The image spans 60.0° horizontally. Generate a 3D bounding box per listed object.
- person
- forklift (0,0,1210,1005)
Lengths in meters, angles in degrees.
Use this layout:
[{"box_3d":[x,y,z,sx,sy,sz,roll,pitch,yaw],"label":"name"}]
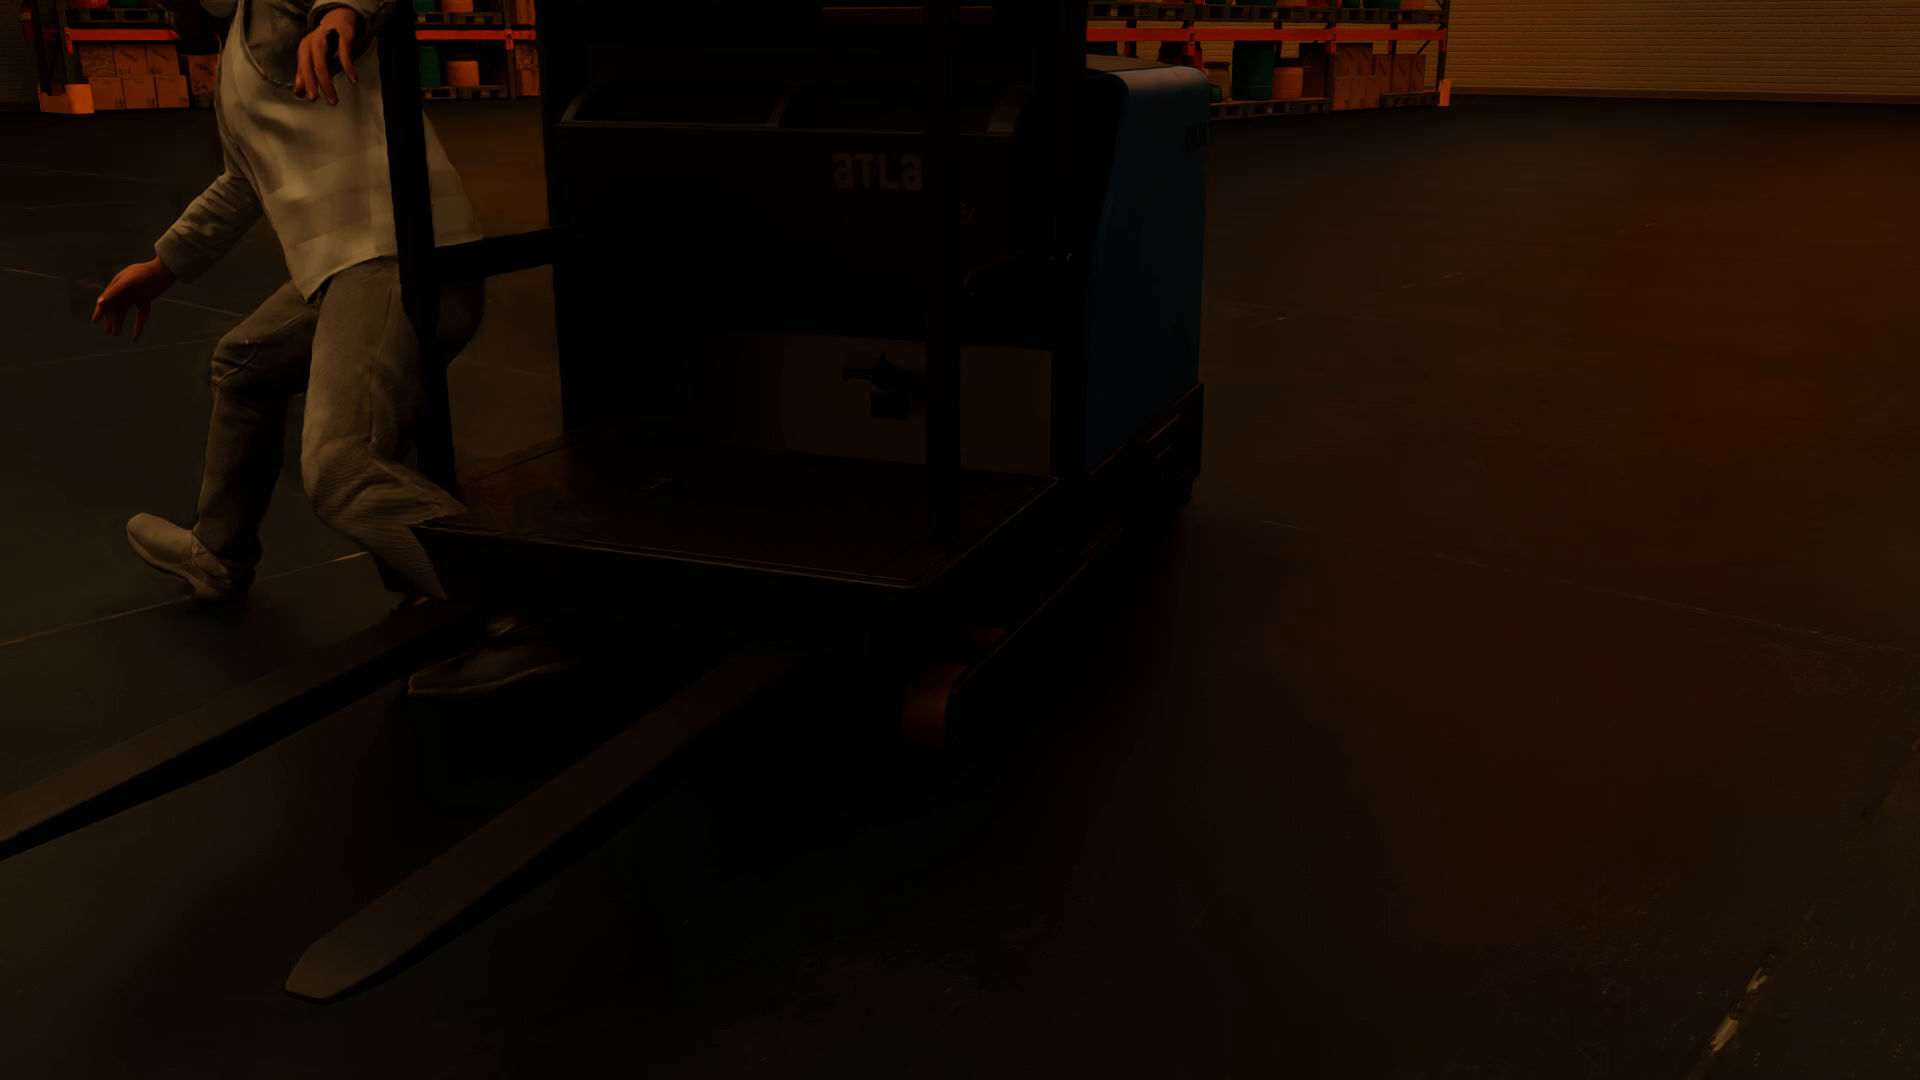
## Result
[{"box_3d":[-1.202,-0.475,3.028,0.743,1.479,1.210,-8,18,-24],"label":"person"},{"box_3d":[-0.392,-1.174,2.763,1.130,2.935,3.031,6,18,20],"label":"forklift"}]
